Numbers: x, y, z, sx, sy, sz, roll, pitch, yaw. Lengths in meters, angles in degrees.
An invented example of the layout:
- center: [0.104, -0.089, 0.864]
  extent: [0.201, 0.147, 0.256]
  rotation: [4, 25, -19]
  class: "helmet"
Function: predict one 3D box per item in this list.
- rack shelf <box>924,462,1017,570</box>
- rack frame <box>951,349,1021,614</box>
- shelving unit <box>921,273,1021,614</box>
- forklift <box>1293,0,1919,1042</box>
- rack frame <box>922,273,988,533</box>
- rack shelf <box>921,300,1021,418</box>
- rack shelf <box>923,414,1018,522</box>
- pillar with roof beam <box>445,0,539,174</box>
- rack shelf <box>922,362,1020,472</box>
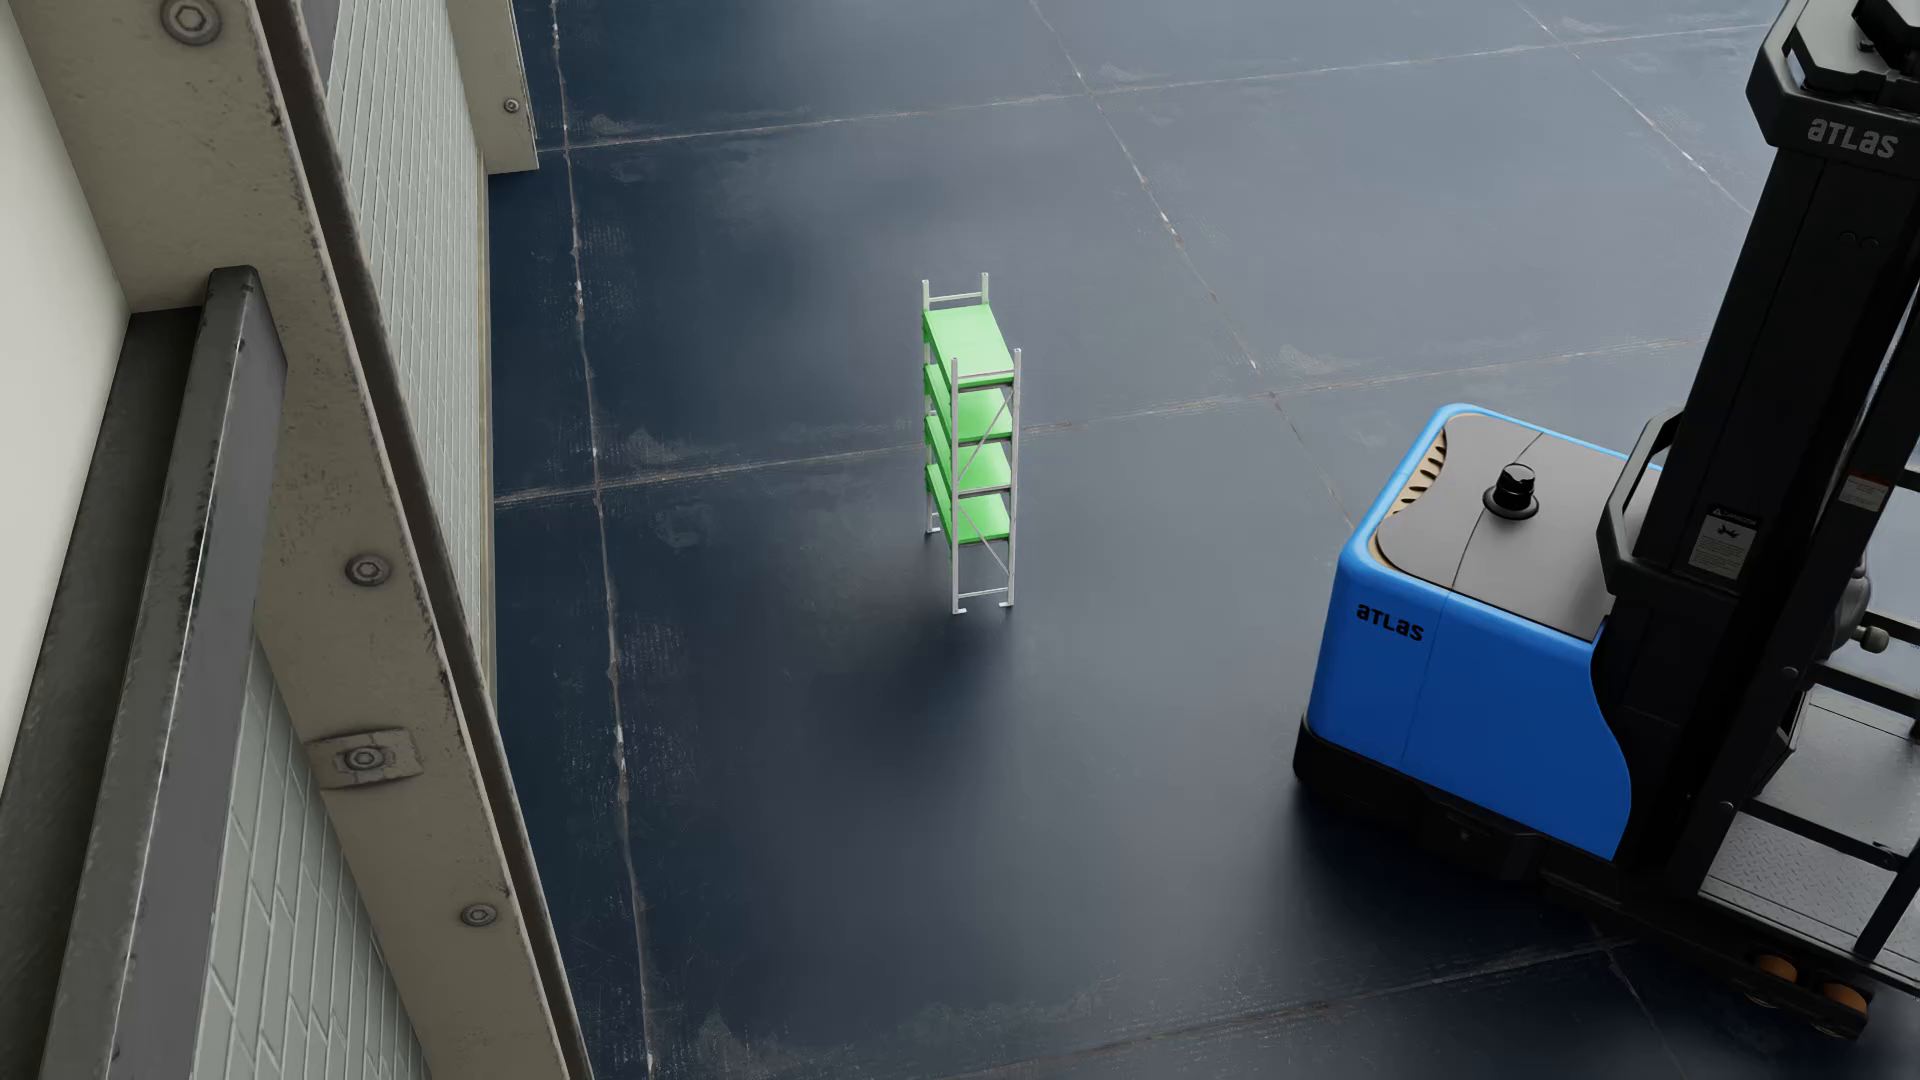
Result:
- center: [0.036, -0.114, 6.433]
  extent: [0.258, 0.148, 0.480]
  rotation: [-8, 42, -9]
  class: "rack shelf"
- center: [0.088, -0.183, 6.053]
  extent: [0.240, 1.200, 0.015]
  rotation: [-8, 42, -9]
  class: "rack frame"
- center: [0.036, -0.341, 6.231]
  extent: [0.258, 1.200, 0.503]
  rotation: [-8, 42, -9]
  class: "shelving unit"
- center: [2.676, 0.004, 4.538]
  extent: [3.031, 2.935, 1.130]
  rotation: [22, 46, 23]
  class: "forklift"
- center: [-0.017, -0.500, 6.409]
  extent: [0.240, 1.200, 0.015]
  rotation: [-8, 42, -9]
  class: "rack frame"
- center: [0.036, -0.653, 5.955]
  extent: [0.258, 0.148, 0.480]
  rotation: [-8, 42, -9]
  class: "rack shelf"
- center: [0.036, -0.294, 6.273]
  extent: [0.258, 0.148, 0.480]
  rotation: [-8, 42, -9]
  class: "rack shelf"
- center: [1.726, -6.100, 6.843]
  extent: [9.100, 9.000, 0.400]
  rotation: [-8, 42, -9]
  class: "pillar with roof beam"
- center: [0.036, -0.473, 6.114]
  extent: [0.258, 0.148, 0.480]
  rotation: [-8, 42, -9]
  class: "rack shelf"
